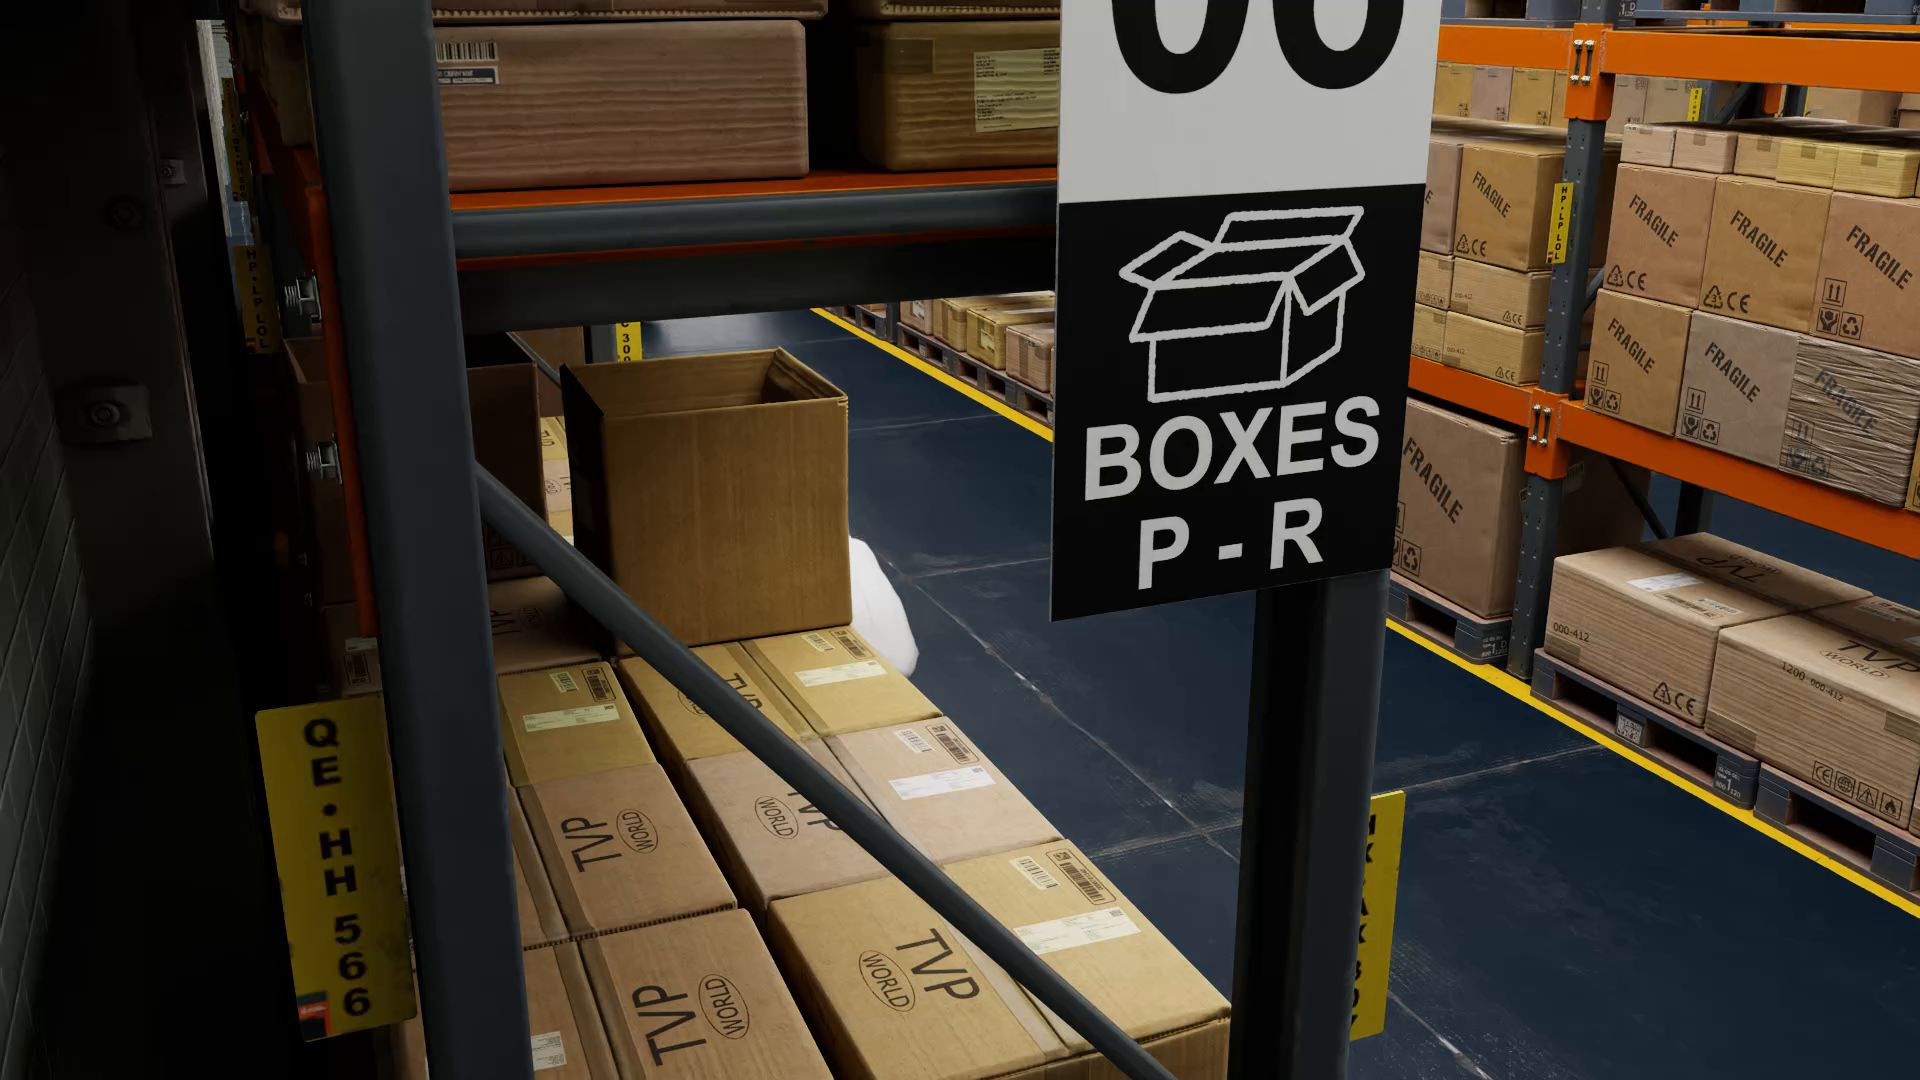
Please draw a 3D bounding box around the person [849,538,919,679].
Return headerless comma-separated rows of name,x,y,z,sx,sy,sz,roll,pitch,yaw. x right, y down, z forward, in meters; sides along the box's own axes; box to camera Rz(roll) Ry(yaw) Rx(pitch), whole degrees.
person,-0.515,0.394,6.853,0.601,0.864,0.911,-8,20,-23
